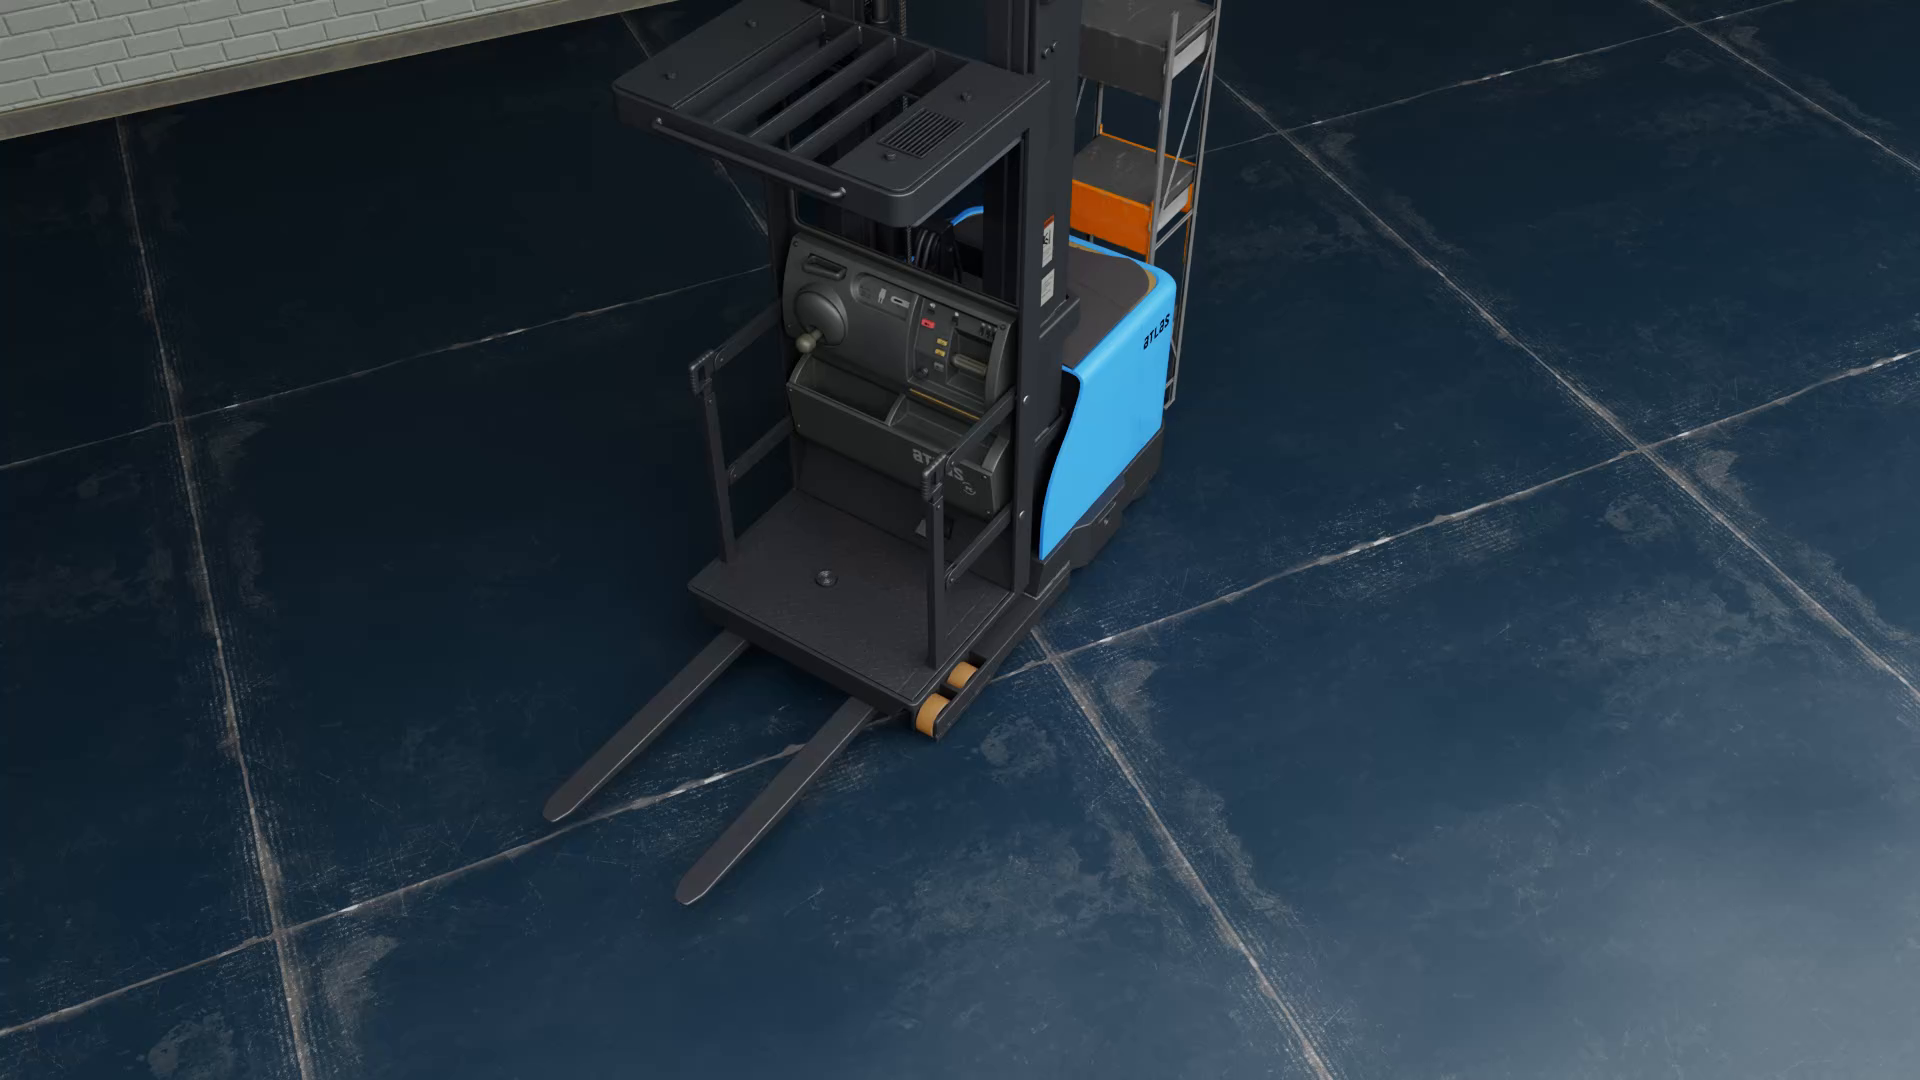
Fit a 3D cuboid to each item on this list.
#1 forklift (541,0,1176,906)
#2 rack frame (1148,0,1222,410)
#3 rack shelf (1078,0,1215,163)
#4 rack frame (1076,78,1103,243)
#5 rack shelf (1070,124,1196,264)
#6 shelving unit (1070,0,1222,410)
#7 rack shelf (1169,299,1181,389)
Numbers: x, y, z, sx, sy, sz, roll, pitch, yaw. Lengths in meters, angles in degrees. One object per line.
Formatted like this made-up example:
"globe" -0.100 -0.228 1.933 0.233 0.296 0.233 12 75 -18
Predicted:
"forklift" -0.351 -0.675 5.716 1.130 2.935 3.031 25 50 23
"rack frame" 0.887 -1.288 6.929 0.015 2.100 0.400 25 50 23
"rack shelf" 0.684 -1.871 6.543 0.480 0.518 0.431 25 50 23
"rack frame" 0.481 -1.478 7.122 0.015 2.100 0.400 25 50 23
"rack shelf" 0.684 -1.373 7.035 0.480 0.518 0.431 25 50 23
"shelving unit" 0.684 -1.383 7.025 0.503 2.100 0.431 25 50 23
"rack shelf" 0.684 -0.875 7.527 0.480 0.518 0.431 25 50 23
